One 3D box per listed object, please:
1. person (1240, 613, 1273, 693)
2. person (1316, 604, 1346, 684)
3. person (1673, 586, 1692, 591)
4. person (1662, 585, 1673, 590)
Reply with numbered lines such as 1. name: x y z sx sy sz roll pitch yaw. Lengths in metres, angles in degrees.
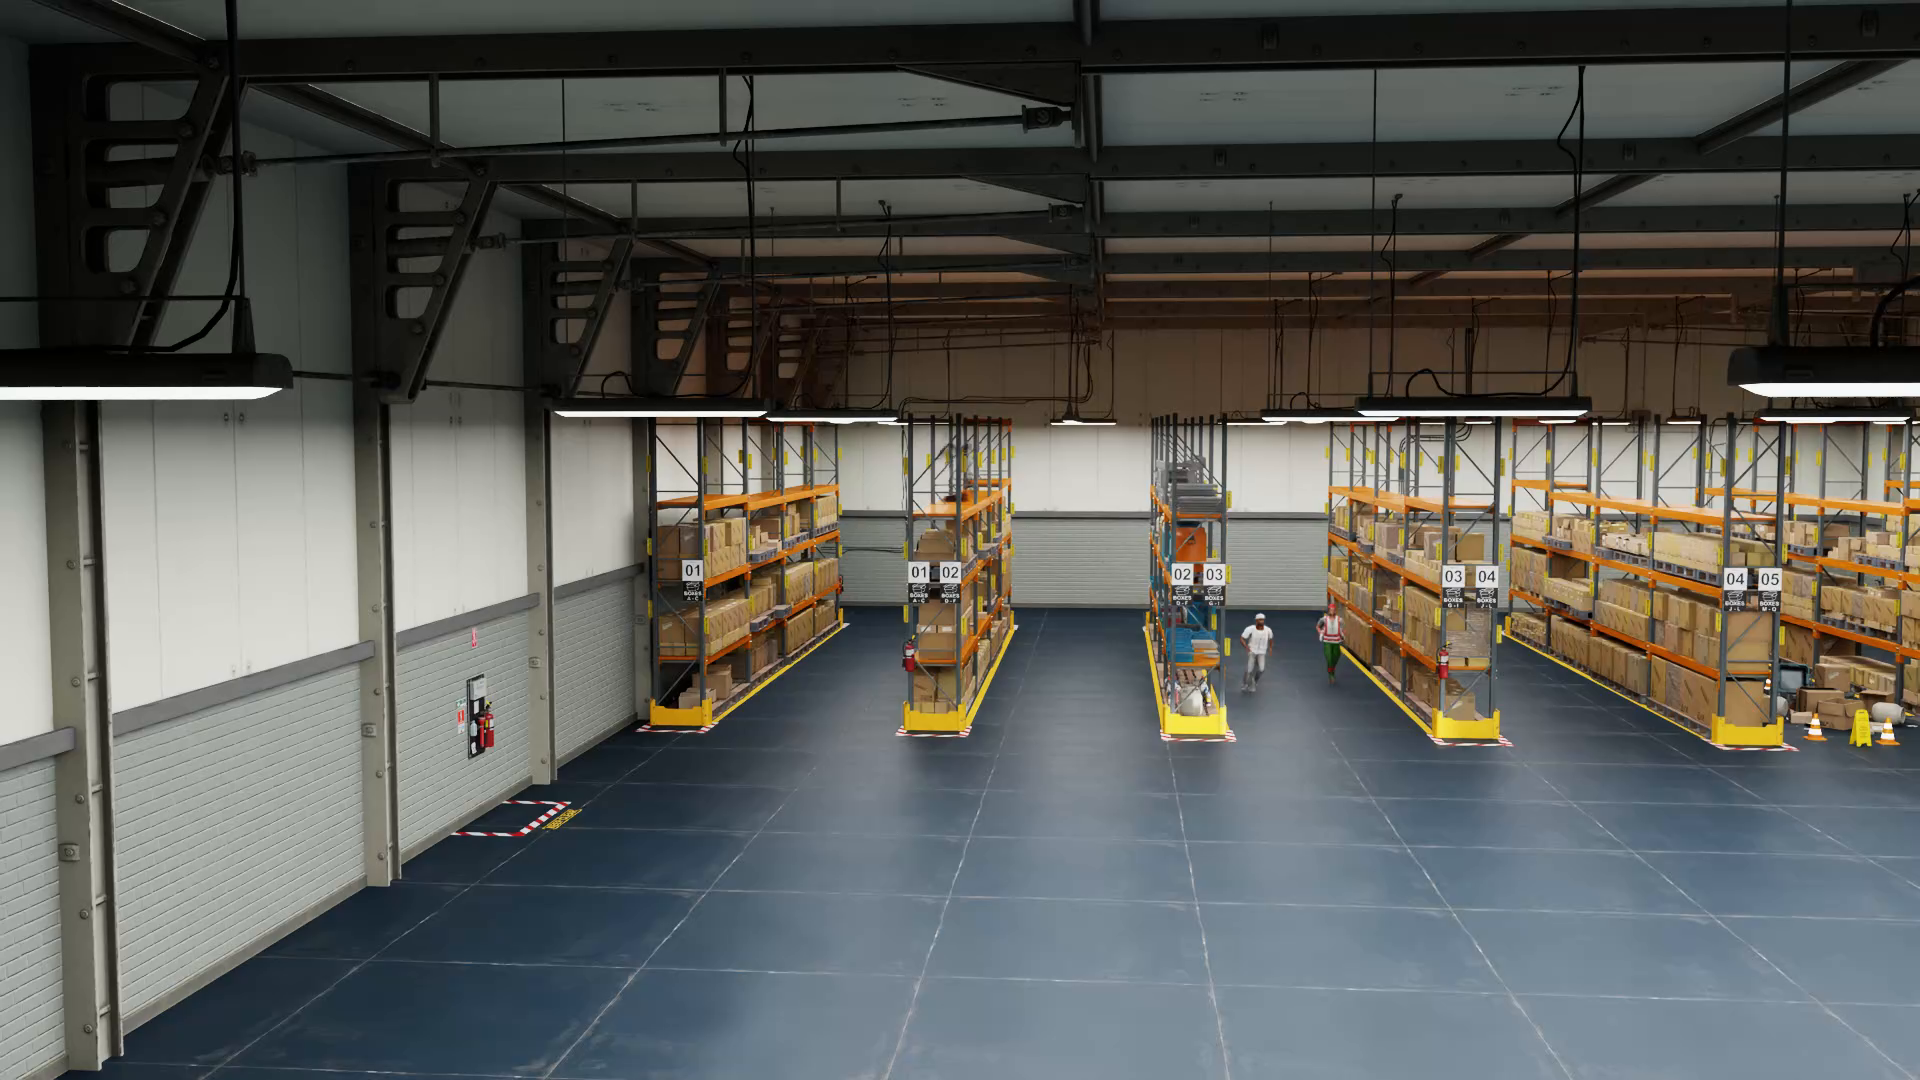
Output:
1. person: 6.428 2.445 35.927 0.765 1.720 0.608 0 4 -2
2. person: 8.393 2.323 37.587 0.655 1.774 0.845 0 4 6
3. person: 20.465 1.681 47.038 0.951 1.794 0.766 1 4 14
4. person: 17.977 2.017 42.252 0.573 1.720 0.883 -1 4 -17
